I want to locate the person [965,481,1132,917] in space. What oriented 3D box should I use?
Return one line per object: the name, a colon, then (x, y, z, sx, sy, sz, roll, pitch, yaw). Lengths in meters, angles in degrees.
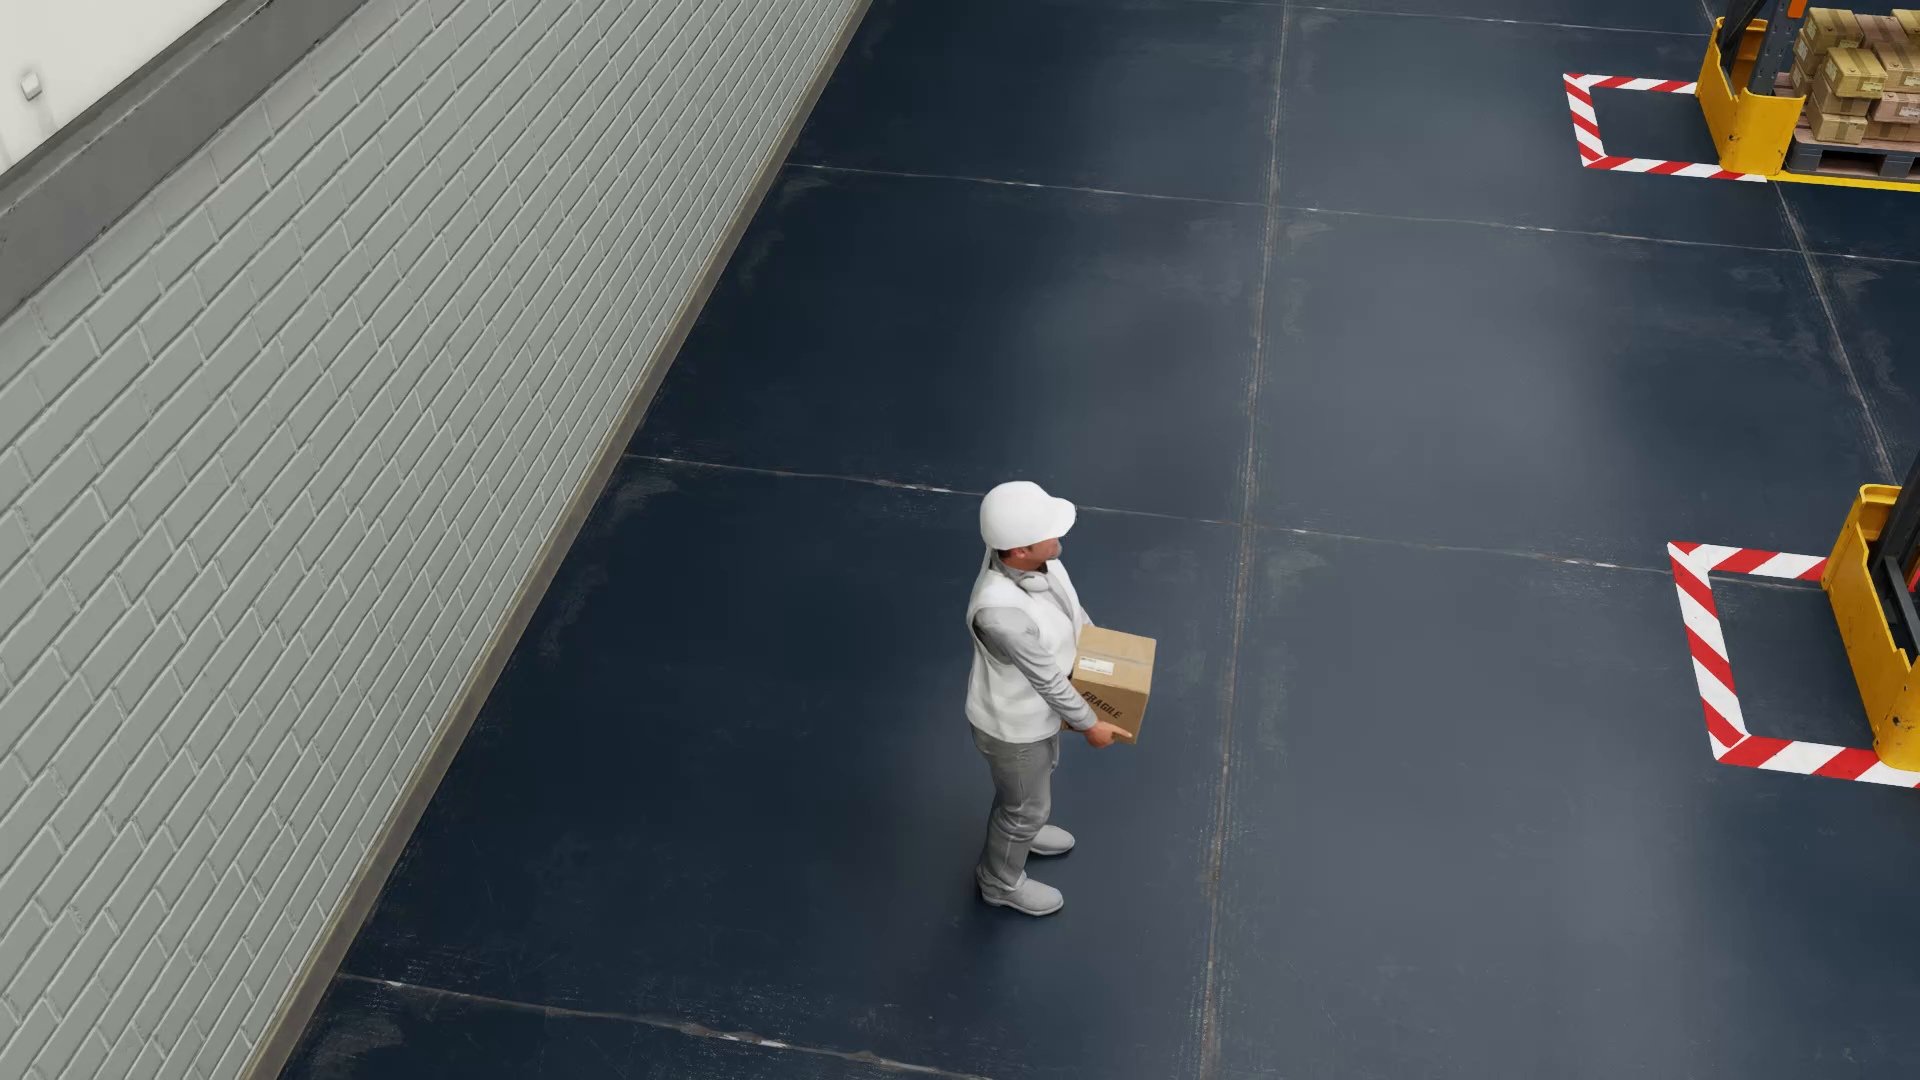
person: (0.308, 0.533, 5.512, 0.549, 1.770, 0.495, 7, 41, 8)
